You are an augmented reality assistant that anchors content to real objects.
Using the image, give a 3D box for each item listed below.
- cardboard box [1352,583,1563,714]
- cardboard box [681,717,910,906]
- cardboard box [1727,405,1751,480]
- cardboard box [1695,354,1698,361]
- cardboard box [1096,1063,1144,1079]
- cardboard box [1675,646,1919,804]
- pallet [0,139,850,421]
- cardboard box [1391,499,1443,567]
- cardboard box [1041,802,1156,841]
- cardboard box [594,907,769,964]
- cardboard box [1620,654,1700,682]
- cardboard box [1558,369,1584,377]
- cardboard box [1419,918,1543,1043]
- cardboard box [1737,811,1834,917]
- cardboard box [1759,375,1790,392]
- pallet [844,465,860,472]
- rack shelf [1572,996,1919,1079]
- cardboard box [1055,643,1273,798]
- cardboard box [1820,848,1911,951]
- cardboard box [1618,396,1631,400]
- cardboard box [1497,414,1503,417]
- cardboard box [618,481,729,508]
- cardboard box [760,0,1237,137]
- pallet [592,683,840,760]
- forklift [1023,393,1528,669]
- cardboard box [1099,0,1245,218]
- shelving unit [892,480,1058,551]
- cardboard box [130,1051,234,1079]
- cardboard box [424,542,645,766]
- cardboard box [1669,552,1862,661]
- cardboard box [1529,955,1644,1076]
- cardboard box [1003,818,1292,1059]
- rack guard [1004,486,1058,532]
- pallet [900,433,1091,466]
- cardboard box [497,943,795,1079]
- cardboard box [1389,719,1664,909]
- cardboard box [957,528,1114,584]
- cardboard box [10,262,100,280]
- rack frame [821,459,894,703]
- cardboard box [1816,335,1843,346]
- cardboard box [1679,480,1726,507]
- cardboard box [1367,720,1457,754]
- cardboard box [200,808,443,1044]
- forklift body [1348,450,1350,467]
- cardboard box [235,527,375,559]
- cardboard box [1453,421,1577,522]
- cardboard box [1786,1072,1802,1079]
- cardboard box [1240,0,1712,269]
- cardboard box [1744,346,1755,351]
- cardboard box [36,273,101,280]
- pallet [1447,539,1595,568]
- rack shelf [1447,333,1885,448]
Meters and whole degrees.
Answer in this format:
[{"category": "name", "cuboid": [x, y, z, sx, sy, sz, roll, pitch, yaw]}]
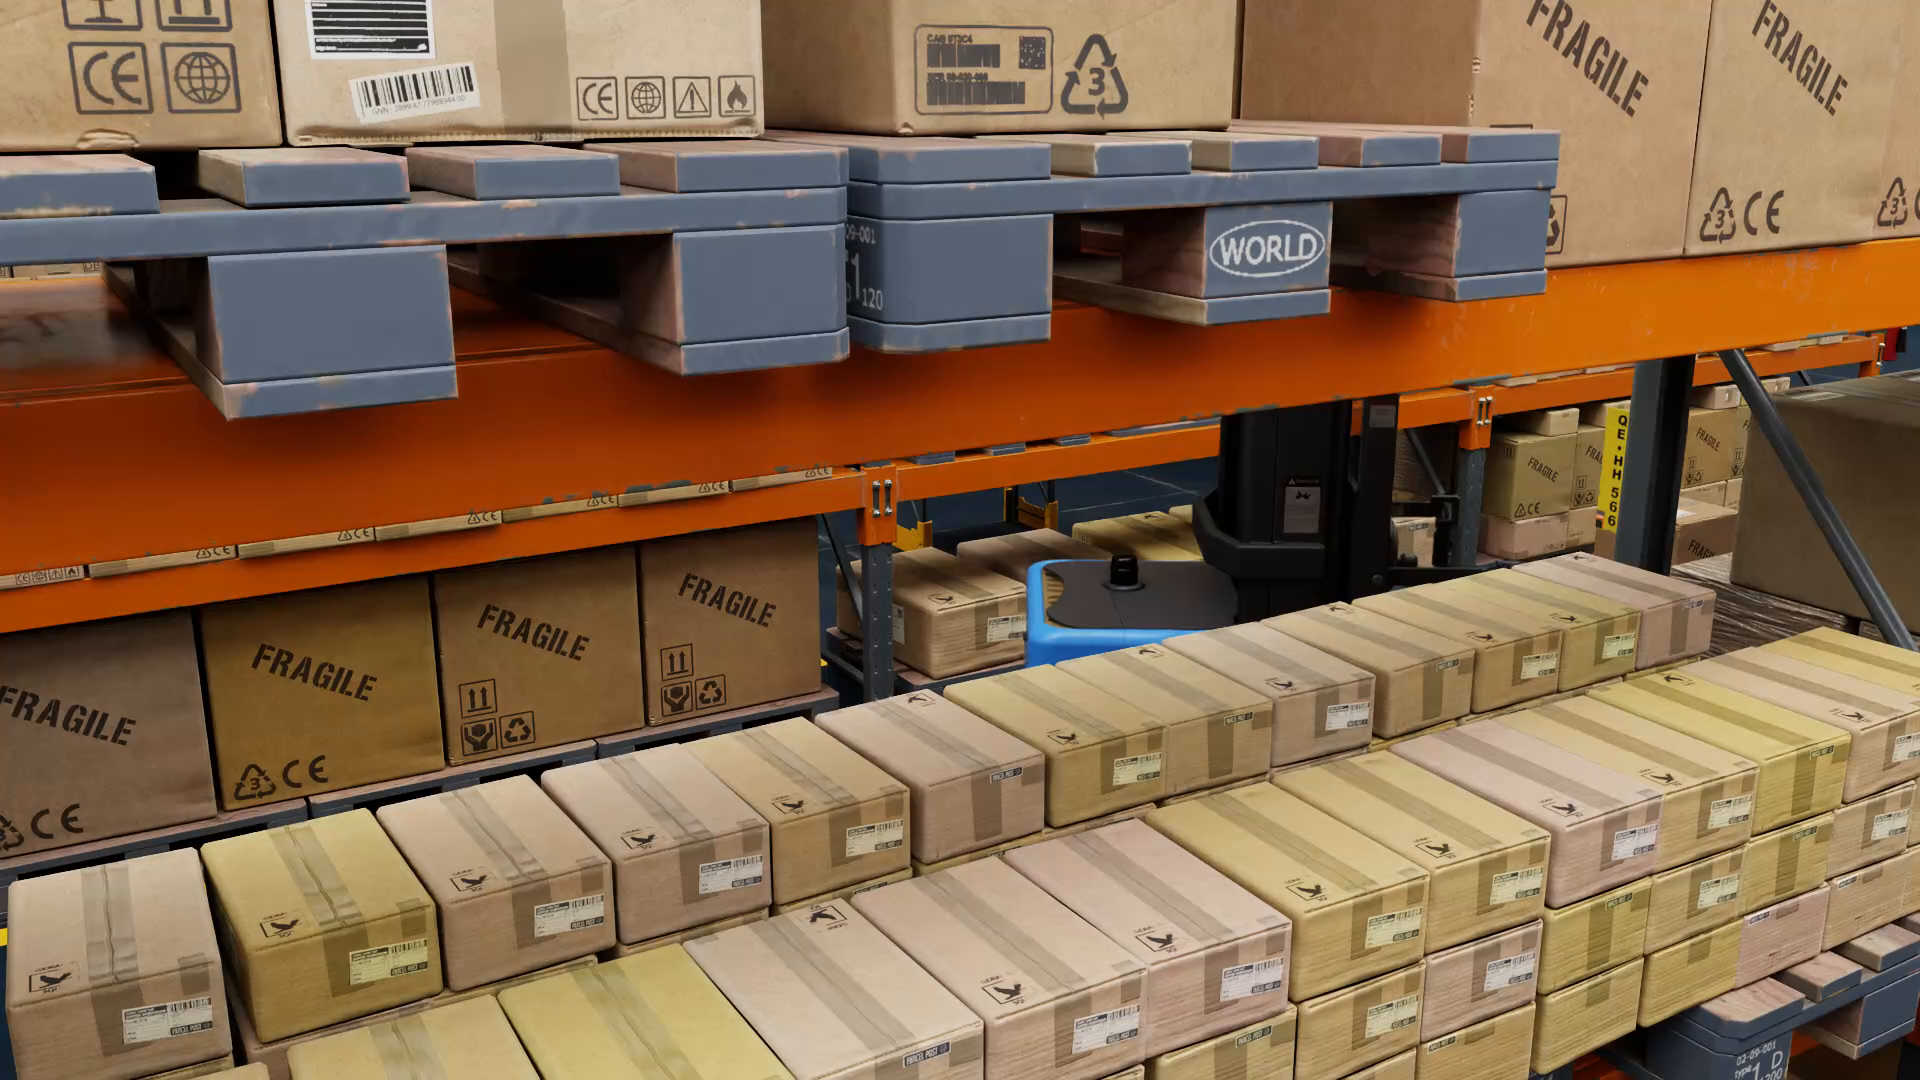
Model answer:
[{"category": "cardboard box", "cuboid": [1.071, 0.229, 3.620, 0.250, 0.149, 0.380, -9, 18, -30]}, {"category": "cardboard box", "cuboid": [-0.287, 0.451, 2.830, 0.250, 0.149, 0.380, -10, 18, -32]}, {"category": "cardboard box", "cuboid": [5.232, -0.731, 11.388, 0.500, 0.500, 0.500, -8, 18, -28]}, {"category": "cardboard box", "cuboid": [4.540, -1.247, 10.765, 0.250, 0.149, 0.380, -9, 18, -30]}, {"category": "cardboard box", "cuboid": [0.049, 0.743, 2.339, 0.250, 0.149, 0.380, -8, 18, -27]}, {"category": "cardboard box", "cuboid": [1.608, 0.347, 3.199, 0.250, 0.149, 0.380, -9, 18, -30]}, {"category": "pallet", "cuboid": [-0.836, -0.353, 1.901, 1.003, 0.211, 1.213, -9, 18, -30]}, {"category": "cardboard box", "cuboid": [2.353, -0.044, 10.101, 0.625, 0.372, 0.950, -9, 18, -29]}, {"category": "cardboard box", "cuboid": [0.158, 0.520, 3.132, 0.250, 0.149, 0.380, -8, 18, -28]}, {"category": "cardboard box", "cuboid": [-0.509, 0.627, 2.752, 0.250, 0.149, 0.380, -10, 18, -32]}, {"category": "cardboard box", "cuboid": [1.491, 0.303, 3.909, 0.250, 0.149, 0.380, -8, 18, -27]}, {"category": "cardboard box", "cuboid": [3.639, -1.121, 10.316, 0.250, 0.149, 0.380, -9, 18, -30]}, {"category": "cardboard box", "cuboid": [0.715, 0.636, 2.721, 0.250, 0.149, 0.380, -9, 18, -28]}, {"category": "cardboard box", "cuboid": [1.368, 0.531, 3.096, 0.250, 0.149, 0.380, -9, 18, -28]}, {"category": "cardboard box", "cuboid": [5.398, -1.050, 11.325, 0.250, 0.149, 0.380, -9, 18, -28]}, {"category": "pallet", "cuboid": [-1.416, -0.704, 13.530, 1.213, 0.211, 1.003, -9, 18, -30]}, {"category": "rack shelf", "cuboid": [0.294, 1.131, 3.152, 4.000, 0.370, 1.077, -9, 18, -30]}, {"category": "cardboard box", "cuboid": [0.387, 0.341, 3.221, 0.250, 0.149, 0.380, -9, 18, -28]}, {"category": "cardboard box", "cuboid": [1.609, 0.634, 3.278, 0.250, 0.149, 0.380, -9, 18, -30]}, {"category": "cardboard box", "cuboid": [4.253, -0.866, 10.665, 0.250, 0.149, 0.380, -8, 18, -27]}, {"category": "cardboard box", "cuboid": [3.606, -0.636, 11.047, 0.500, 0.500, 0.500, -9, 18, -29]}, {"category": "cardboard box", "cuboid": [-1.357, -0.348, 7.371, 0.500, 0.250, 0.500, -9, 18, -29]}, {"category": "cardboard box", "cuboid": [-0.028, -0.818, 2.245, 0.637, 0.503, 0.797, -9, 18, -30]}, {"category": "pallet", "cuboid": [-1.342, 0.810, 8.129, 1.213, 0.211, 1.003, -9, 18, -30]}, {"category": "forklift", "cuboid": [1.772, -0.156, 6.535, 3.031, 2.935, 1.130, 0, 16, 2]}, {"category": "cardboard box", "cuboid": [0.531, -0.826, 3.058, 0.500, 0.500, 0.500, -9, 18, -30]}, {"category": "shelving unit", "cuboid": [0.065, -0.733, 11.245, 1.083, 1.500, 0.587, -9, 18, -30]}, {"category": "cardboard box", "cuboid": [-1.181, 0.737, 2.360, 0.250, 0.149, 0.380, -9, 18, -28]}, {"category": "cardboard box", "cuboid": [-2.029, 0.396, 7.599, 0.875, 0.875, 0.875, -9, 18, -29]}, {"category": "cardboard box", "cuboid": [2.256, 0.333, 4.478, 0.500, 0.500, 0.500, -9, 18, -30]}, {"category": "cardboard box", "cuboid": [0.943, 0.742, 2.895, 0.250, 0.149, 0.380, -10, 19, -32]}, {"category": "cardboard box", "cuboid": [0.262, 0.566, 2.417, 0.250, 0.149, 0.380, -8, 18, -28]}, {"category": "rack guard", "cuboid": [0.492, -0.200, 11.661, 0.087, 0.250, 0.587, -9, 18, -30]}, {"category": "pallet", "cuboid": [-0.071, -0.656, 8.549, 1.003, 0.211, 1.213, -9, 18, -30]}, {"category": "cardboard box", "cuboid": [-0.389, 0.671, 2.044, 0.250, 0.149, 0.380, -9, 18, -29]}, {"category": "cardboard box", "cuboid": [0.947, 0.454, 2.819, 0.250, 0.149, 0.380, -9, 18, -30]}, {"category": "cardboard box", "cuboid": [0.491, 0.258, 9.024, 0.625, 0.372, 0.950, -10, 18, -31]}, {"category": "cardboard box", "cuboid": [-5.642, -1.555, 10.435, 0.500, 0.500, 0.700, -9, 18, -29]}, {"category": "rack frame", "cuboid": [-0.627, -0.625, 8.082, 0.127, 3.000, 1.000, -9, 18, -30]}, {"category": "cardboard box", "cuboid": [5.860, -1.454, 11.504, 0.250, 0.149, 0.380, -9, 18, -30]}, {"category": "cardboard box", "cuboid": [4.782, -0.296, 11.226, 0.500, 0.250, 0.500, -10, 18, -32]}, {"category": "cardboard box", "cuboid": [0.816, 0.414, 3.513, 0.250, 0.149, 0.380, -9, 18, -29]}, {"category": "cardboard box", "cuboid": [-0.947, 0.556, 2.454, 0.250, 0.149, 0.380, -10, 18, -31]}, {"category": "forklift body", "cuboid": [2.985, -1.790, 13.812, 1.214, 2.155, 2.313, -9, 18, -30]}, {"category": "cardboard box", "cuboid": [-2.653, -0.137, 6.618, 0.500, 0.250, 0.500, -9, 18, -30]}, {"category": "cardboard box", "cuboid": [3.446, -0.440, 10.348, 0.500, 0.500, 0.500, -8, 18, -27]}, {"category": "cardboard box", "cuboid": [1.557, 1.302, 3.670, 0.500, 0.250, 0.500, -10, 18, -31]}, {"category": "cardboard box", "cuboid": [0.797, -0.707, 2.632, 0.500, 0.500, 0.500, -9, 18, -30]}, {"category": "cardboard box", "cuboid": [5.132, -1.377, 11.230, 0.250, 0.149, 0.380, -9, 18, -29]}, {"category": "cardboard box", "cuboid": [-3.363, -0.792, 6.641, 0.500, 0.500, 0.500, -9, 18, -29]}, {"category": "pallet", "cuboid": [3.359, 0.060, 10.804, 1.213, 0.211, 1.003, -9, 18, -30]}, {"category": "rack shelf", "cuboid": [4.516, -1.113, 11.154, 4.000, 0.370, 1.077, -9, 18, -30]}]
